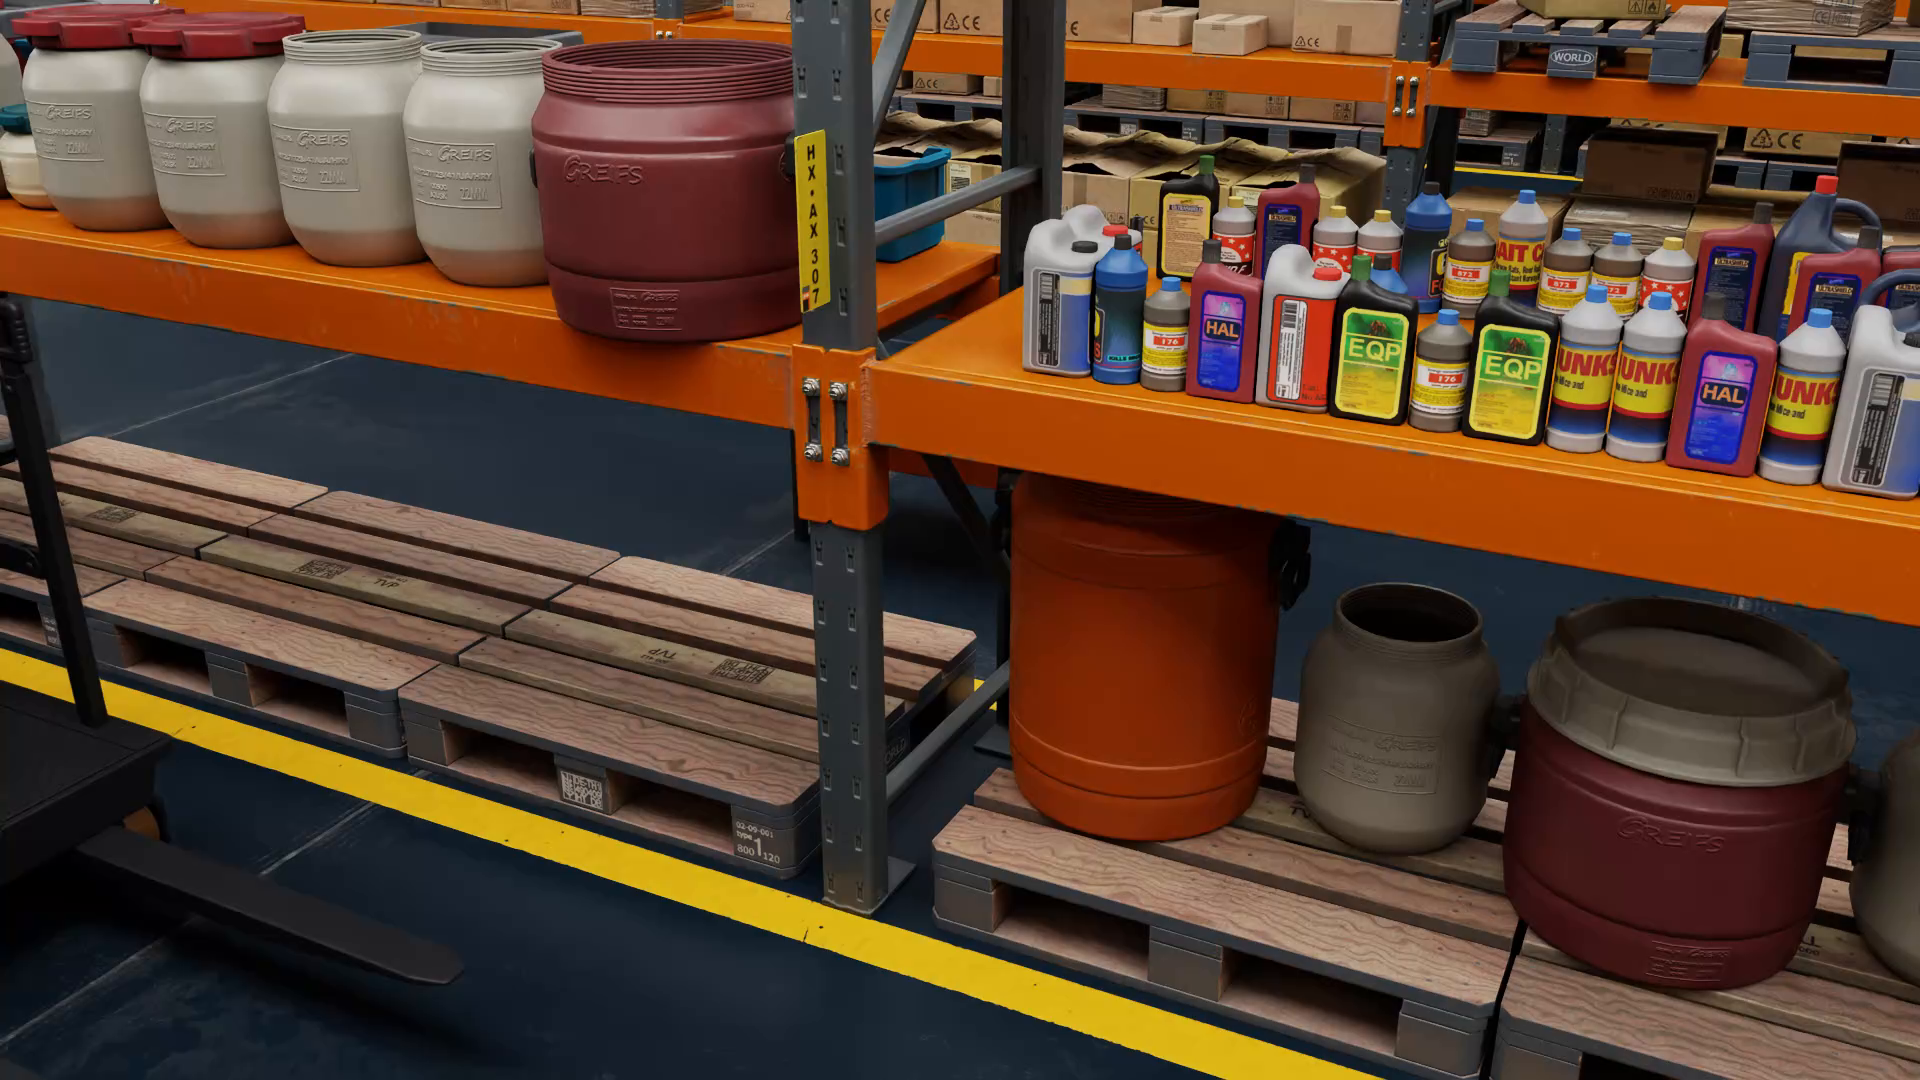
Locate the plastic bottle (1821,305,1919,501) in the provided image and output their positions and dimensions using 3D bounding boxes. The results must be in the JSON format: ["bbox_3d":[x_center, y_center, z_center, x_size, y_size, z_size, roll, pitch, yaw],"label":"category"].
[{"bbox_3d":[1.446,-0.220,2.593,0.135,0.276,0.152,11,25,25],"label":"plastic bottle"}]

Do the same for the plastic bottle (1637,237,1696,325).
[{"bbox_3d":[1.430,-0.510,3.369,0.097,0.201,0.097,0,23,0],"label":"plastic bottle"}]

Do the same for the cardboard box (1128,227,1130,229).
[{"bbox_3d":[0.717,-1.556,8.553,0.500,0.250,0.500,12,26,26],"label":"cardboard box"}]

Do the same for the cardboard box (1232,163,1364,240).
[{"bbox_3d":[1.627,-1.633,8.018,0.500,0.311,0.500,12,26,26],"label":"cardboard box"}]

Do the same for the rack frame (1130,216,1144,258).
[{"bbox_3d":[0.460,-0.427,5.316,0.032,1.125,0.500,11,25,25],"label":"rack frame"}]

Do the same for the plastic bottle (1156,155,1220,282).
[{"bbox_3d":[0.521,-0.735,3.795,0.133,0.283,0.061,11,25,25],"label":"plastic bottle"}]

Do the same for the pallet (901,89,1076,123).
[{"bbox_3d":[0.253,-3.701,14.182,1.213,0.211,1.003,11,25,25],"label":"pallet"}]

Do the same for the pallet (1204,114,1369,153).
[{"bbox_3d":[2.656,-3.243,13.105,1.213,0.211,1.003,11,25,25],"label":"pallet"}]

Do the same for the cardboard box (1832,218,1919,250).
[{"bbox_3d":[3.866,-1.041,6.998,0.500,0.500,0.500,10,25,23],"label":"cardboard box"}]

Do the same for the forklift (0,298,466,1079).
[{"bbox_3d":[-2.456,-0.468,3.106,3.031,2.935,1.130,11,26,25],"label":"forklift"}]

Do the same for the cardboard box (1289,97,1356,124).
[{"bbox_3d":[2.908,-3.542,12.878,0.500,0.500,0.700,11,25,24],"label":"cardboard box"}]

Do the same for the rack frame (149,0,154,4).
[{"bbox_3d":[-4.934,-3.853,10.978,0.127,3.000,1.000,11,25,25],"label":"rack frame"}]

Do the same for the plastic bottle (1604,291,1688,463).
[{"bbox_3d":[1.124,-0.270,2.715,0.097,0.271,0.097,0,23,0],"label":"plastic bottle"}]

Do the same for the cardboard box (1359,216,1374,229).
[{"bbox_3d":[1.871,-1.564,8.571,0.500,0.250,0.500,11,25,24],"label":"cardboard box"}]

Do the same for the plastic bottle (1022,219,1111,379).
[{"bbox_3d":[0.208,-0.465,3.169,0.135,0.276,0.152,11,25,25],"label":"plastic bottle"}]

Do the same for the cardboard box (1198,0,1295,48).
[{"bbox_3d":[1.495,-2.625,8.204,0.500,0.311,0.500,11,25,24],"label":"cardboard box"}]

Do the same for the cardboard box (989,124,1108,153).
[{"bbox_3d":[0.485,-2.093,9.099,0.500,0.311,0.500,11,25,24],"label":"cardboard box"}]

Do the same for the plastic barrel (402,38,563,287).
[{"bbox_3d":[-1.047,-0.870,3.820,0.421,0.512,0.421,0,23,0],"label":"plastic barrel"}]

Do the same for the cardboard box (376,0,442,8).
[{"bbox_3d":[-3.140,-3.540,10.113,0.500,0.500,0.700,12,26,26],"label":"cardboard box"}]

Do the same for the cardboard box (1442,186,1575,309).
[{"bbox_3d":[2.483,-1.313,7.636,0.500,0.500,0.500,12,26,27],"label":"cardboard box"}]

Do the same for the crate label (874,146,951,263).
[{"bbox_3d":[-0.239,-0.840,4.105,0.416,0.233,0.303,11,25,25],"label":"crate label"}]

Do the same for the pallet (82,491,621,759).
[{"bbox_3d":[-1.791,0.206,4.997,1.213,0.211,1.003,11,25,25],"label":"pallet"}]

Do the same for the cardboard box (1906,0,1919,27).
[{"bbox_3d":[4.171,-2.264,6.576,0.500,0.500,0.700,5,24,11],"label":"cardboard box"}]

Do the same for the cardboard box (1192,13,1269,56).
[{"bbox_3d":[1.279,-2.387,7.852,0.250,0.149,0.380,11,25,25],"label":"cardboard box"}]

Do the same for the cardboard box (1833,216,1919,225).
[{"bbox_3d":[4.079,-1.228,7.436,0.500,0.500,0.500,10,25,23],"label":"cardboard box"}]

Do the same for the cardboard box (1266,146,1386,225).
[{"bbox_3d":[1.871,-1.822,8.461,0.500,0.311,0.500,12,26,26],"label":"cardboard box"}]

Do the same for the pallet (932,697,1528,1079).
[{"bbox_3d":[0.690,0.697,3.842,1.213,0.211,1.003,11,25,25],"label":"pallet"}]

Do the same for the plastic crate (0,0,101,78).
[{"bbox_3d":[-3.032,-1.468,5.288,0.583,0.464,0.402,11,25,25],"label":"plastic crate"}]

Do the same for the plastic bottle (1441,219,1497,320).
[{"bbox_3d":[1.082,-0.578,3.531,0.097,0.201,0.097,0,23,0],"label":"plastic bottle"}]

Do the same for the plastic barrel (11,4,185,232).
[{"bbox_3d":[-2.193,-1.105,4.342,0.433,0.535,0.433,0,23,0],"label":"plastic barrel"}]

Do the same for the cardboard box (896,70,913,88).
[{"bbox_3d":[-0.550,-4.058,14.539,0.250,0.149,0.380,9,25,20],"label":"cardboard box"}]

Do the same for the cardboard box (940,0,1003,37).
[{"bbox_3d":[0.231,-2.870,8.538,0.500,0.500,0.500,11,25,25],"label":"cardboard box"}]

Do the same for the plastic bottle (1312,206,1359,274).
[{"bbox_3d":[0.822,-0.630,3.652,0.097,0.201,0.097,0,23,0],"label":"plastic bottle"}]

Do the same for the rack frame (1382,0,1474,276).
[{"bbox_3d":[2.206,-2.441,7.656,0.127,3.000,1.000,11,25,25],"label":"rack frame"}]

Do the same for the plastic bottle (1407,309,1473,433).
[{"bbox_3d":[0.831,-0.295,2.865,0.097,0.201,0.097,0,23,0],"label":"plastic bottle"}]

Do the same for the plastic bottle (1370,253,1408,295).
[{"bbox_3d":[0.739,-0.372,2.957,0.097,0.271,0.097,0,23,0],"label":"plastic bottle"}]

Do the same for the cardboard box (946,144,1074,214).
[{"bbox_3d":[0.265,-1.902,8.650,0.500,0.311,0.500,12,26,26],"label":"cardboard box"}]

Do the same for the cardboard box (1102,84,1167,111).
[{"bbox_3d":[1.532,-3.806,13.498,0.500,0.500,0.700,12,26,26],"label":"cardboard box"}]

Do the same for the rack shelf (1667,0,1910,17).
[{"bbox_3d":[6.223,-3.487,11.036,4.000,0.370,1.077,11,25,25],"label":"rack shelf"}]

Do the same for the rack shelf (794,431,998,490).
[{"bbox_3d":[0.006,-0.291,5.623,1.000,0.278,0.538,11,25,25],"label":"rack shelf"}]

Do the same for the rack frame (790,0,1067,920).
[{"bbox_3d":[-0.032,-0.711,3.590,0.127,3.000,1.000,11,25,25],"label":"rack frame"}]

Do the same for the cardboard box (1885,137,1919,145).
[{"bbox_3d":[6.574,-2.894,10.933,0.750,0.750,0.750,12,26,26],"label":"cardboard box"}]

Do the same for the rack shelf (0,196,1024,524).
[{"bbox_3d":[-1.817,-0.733,4.561,4.000,0.370,1.077,11,25,25],"label":"rack shelf"}]

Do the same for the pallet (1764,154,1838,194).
[{"bbox_3d":[6.192,-2.507,11.375,1.213,0.211,1.003,11,25,25],"label":"pallet"}]

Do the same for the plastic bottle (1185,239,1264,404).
[{"bbox_3d":[0.481,-0.394,2.994,0.133,0.283,0.061,11,25,25],"label":"plastic bottle"}]

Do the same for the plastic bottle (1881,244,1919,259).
[{"bbox_3d":[1.825,-0.477,3.188,0.133,0.283,0.061,11,25,25],"label":"plastic bottle"}]

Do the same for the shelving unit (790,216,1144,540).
[{"bbox_3d":[0.006,-0.516,5.527,1.048,1.125,0.538,11,25,25],"label":"shelving unit"}]

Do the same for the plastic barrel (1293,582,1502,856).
[{"bbox_3d":[0.956,0.389,3.644,0.421,0.512,0.421,0,23,0],"label":"plastic barrel"}]

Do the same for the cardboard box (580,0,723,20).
[{"bbox_3d":[-1.763,-3.269,9.476,0.500,0.500,0.700,10,25,23],"label":"cardboard box"}]
